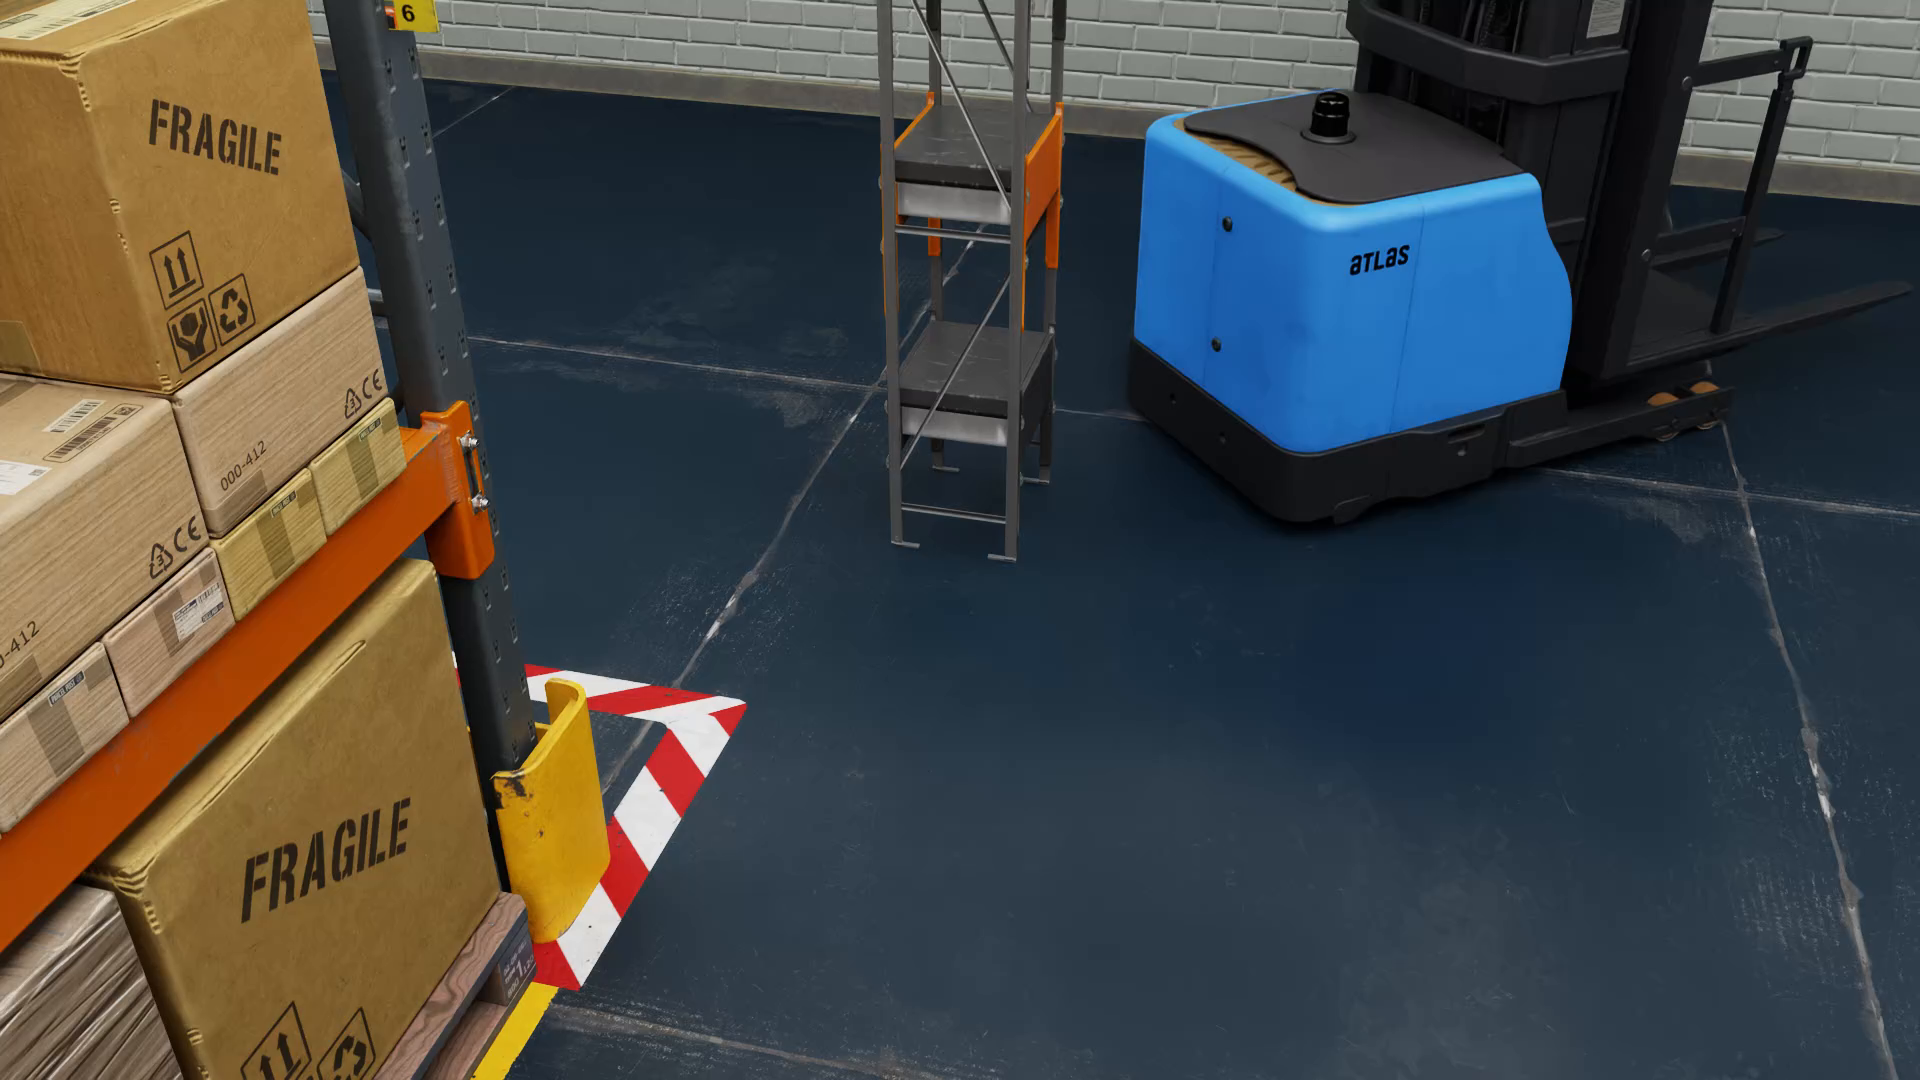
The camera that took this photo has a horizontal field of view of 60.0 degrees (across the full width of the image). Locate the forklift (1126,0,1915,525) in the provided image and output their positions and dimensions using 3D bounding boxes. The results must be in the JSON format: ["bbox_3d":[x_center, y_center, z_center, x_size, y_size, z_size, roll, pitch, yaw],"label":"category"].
[{"bbox_3d":[2.146,-1.820,5.381,3.031,2.935,1.130,-15,35,-22],"label":"forklift"}]

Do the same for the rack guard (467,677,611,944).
[{"bbox_3d":[-1.441,0.552,3.916,1.175,0.500,0.348,8,33,12],"label":"rack guard"}]

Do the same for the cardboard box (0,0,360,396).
[{"bbox_3d":[-1.317,-0.581,2.531,0.500,0.500,0.500,8,33,13],"label":"cardboard box"}]

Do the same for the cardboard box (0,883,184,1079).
[{"bbox_3d":[-1.763,1.044,2.401,0.875,0.875,0.875,8,33,12],"label":"cardboard box"}]

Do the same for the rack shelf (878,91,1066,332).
[{"bbox_3d":[0.042,-0.960,4.829,0.431,0.518,0.480,8,33,12],"label":"rack shelf"}]

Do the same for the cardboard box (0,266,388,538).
[{"bbox_3d":[-1.314,-0.266,2.734,0.500,0.250,0.500,7,33,12],"label":"cardboard box"}]

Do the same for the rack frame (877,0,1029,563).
[{"bbox_3d":[-0.020,-0.845,4.623,0.400,2.100,0.015,8,33,12],"label":"rack frame"}]

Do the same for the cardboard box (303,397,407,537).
[{"bbox_3d":[-1.219,-0.155,2.932,0.380,0.149,0.250,9,33,13],"label":"cardboard box"}]

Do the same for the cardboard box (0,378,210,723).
[{"bbox_3d":[-1.443,-0.002,2.320,0.500,0.250,0.500,7,33,12],"label":"cardboard box"}]

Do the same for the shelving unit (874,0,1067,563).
[{"bbox_3d":[0.042,-0.972,4.822,0.431,2.100,0.503,8,33,12],"label":"shelving unit"}]

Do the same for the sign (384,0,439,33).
[{"bbox_3d":[-0.926,-0.998,2.724,0.100,0.325,0.005,8,33,12],"label":"sign"}]

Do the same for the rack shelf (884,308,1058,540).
[{"bbox_3d":[0.042,-0.370,5.205,0.431,0.518,0.480,8,33,12],"label":"rack shelf"}]

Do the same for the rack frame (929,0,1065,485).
[{"bbox_3d":[0.104,-1.099,5.021,0.400,2.100,0.015,8,33,12],"label":"rack frame"}]

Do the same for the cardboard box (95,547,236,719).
[{"bbox_3d":[-1.349,0.111,2.514,0.380,0.149,0.250,8,33,12],"label":"cardboard box"}]

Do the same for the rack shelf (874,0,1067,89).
[{"bbox_3d":[0.042,-1.551,4.454,0.431,0.518,0.480,8,33,12],"label":"rack shelf"}]

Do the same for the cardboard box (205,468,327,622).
[{"bbox_3d":[-1.284,-0.020,2.720,0.380,0.149,0.250,8,33,13],"label":"cardboard box"}]

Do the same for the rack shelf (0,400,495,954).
[{"bbox_3d":[-1.955,0.851,1.787,1.077,0.370,4.000,8,33,12],"label":"rack shelf"}]

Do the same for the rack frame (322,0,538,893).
[{"bbox_3d":[-1.447,-0.491,3.226,1.000,3.000,0.127,8,33,12],"label":"rack frame"}]

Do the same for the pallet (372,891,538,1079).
[{"bbox_3d":[-1.575,1.112,3.305,1.003,0.211,1.213,8,33,12],"label":"pallet"}]

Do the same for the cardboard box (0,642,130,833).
[{"bbox_3d":[-1.413,0.240,2.311,0.380,0.149,0.250,9,33,13],"label":"cardboard box"}]

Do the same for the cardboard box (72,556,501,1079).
[{"bbox_3d":[-1.532,0.572,3.144,0.875,0.875,0.875,8,33,12],"label":"cardboard box"}]
